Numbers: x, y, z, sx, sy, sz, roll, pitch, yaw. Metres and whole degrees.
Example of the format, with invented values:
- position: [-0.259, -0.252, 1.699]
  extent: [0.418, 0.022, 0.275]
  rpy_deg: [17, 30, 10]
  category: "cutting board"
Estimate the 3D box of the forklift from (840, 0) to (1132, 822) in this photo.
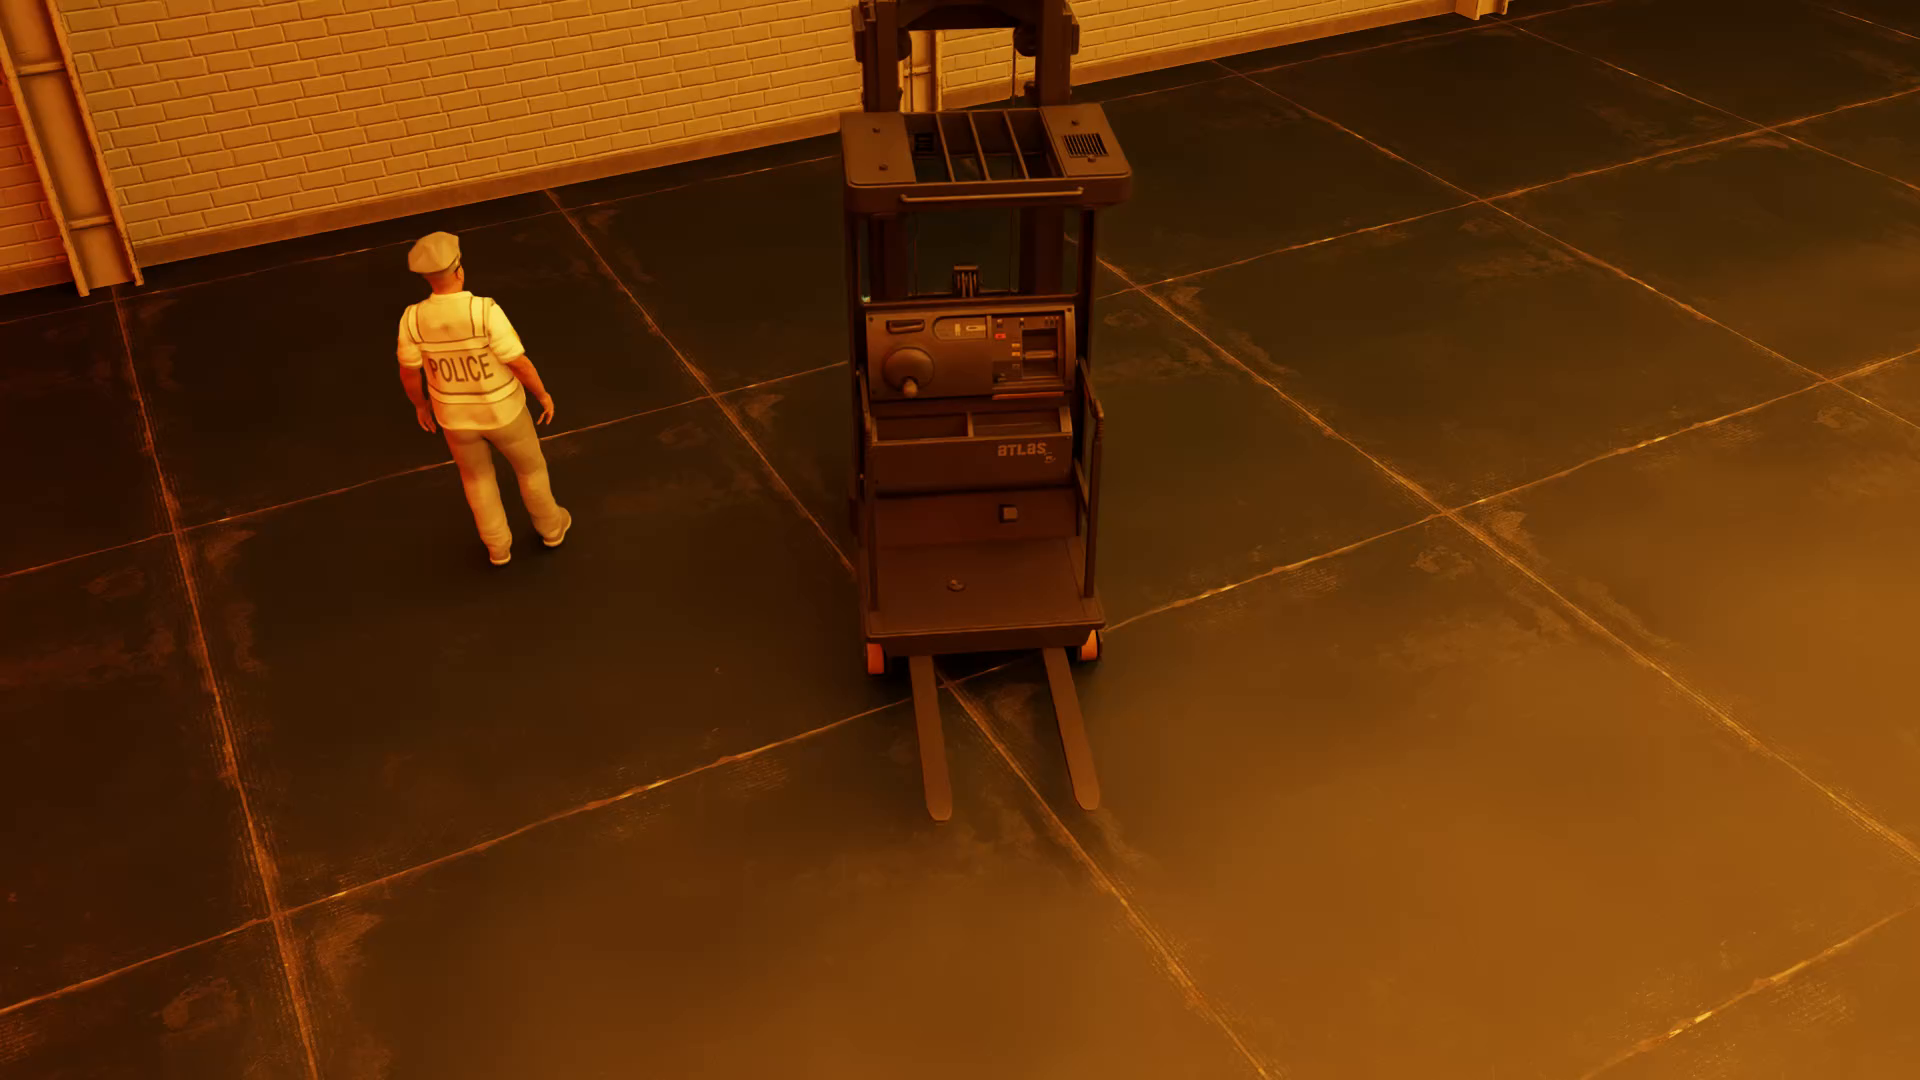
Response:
- position: [0.074, -0.775, 7.219]
  extent: [1.130, 2.935, 3.031]
  rpy_deg: [-3, 35, -5]
  category: "forklift"

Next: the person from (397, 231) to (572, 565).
- position: [-2.318, -0.693, 8.104]
  extent: [0.677, 1.776, 0.564]
  rpy_deg: [-2, 35, -3]
  category: "person"
